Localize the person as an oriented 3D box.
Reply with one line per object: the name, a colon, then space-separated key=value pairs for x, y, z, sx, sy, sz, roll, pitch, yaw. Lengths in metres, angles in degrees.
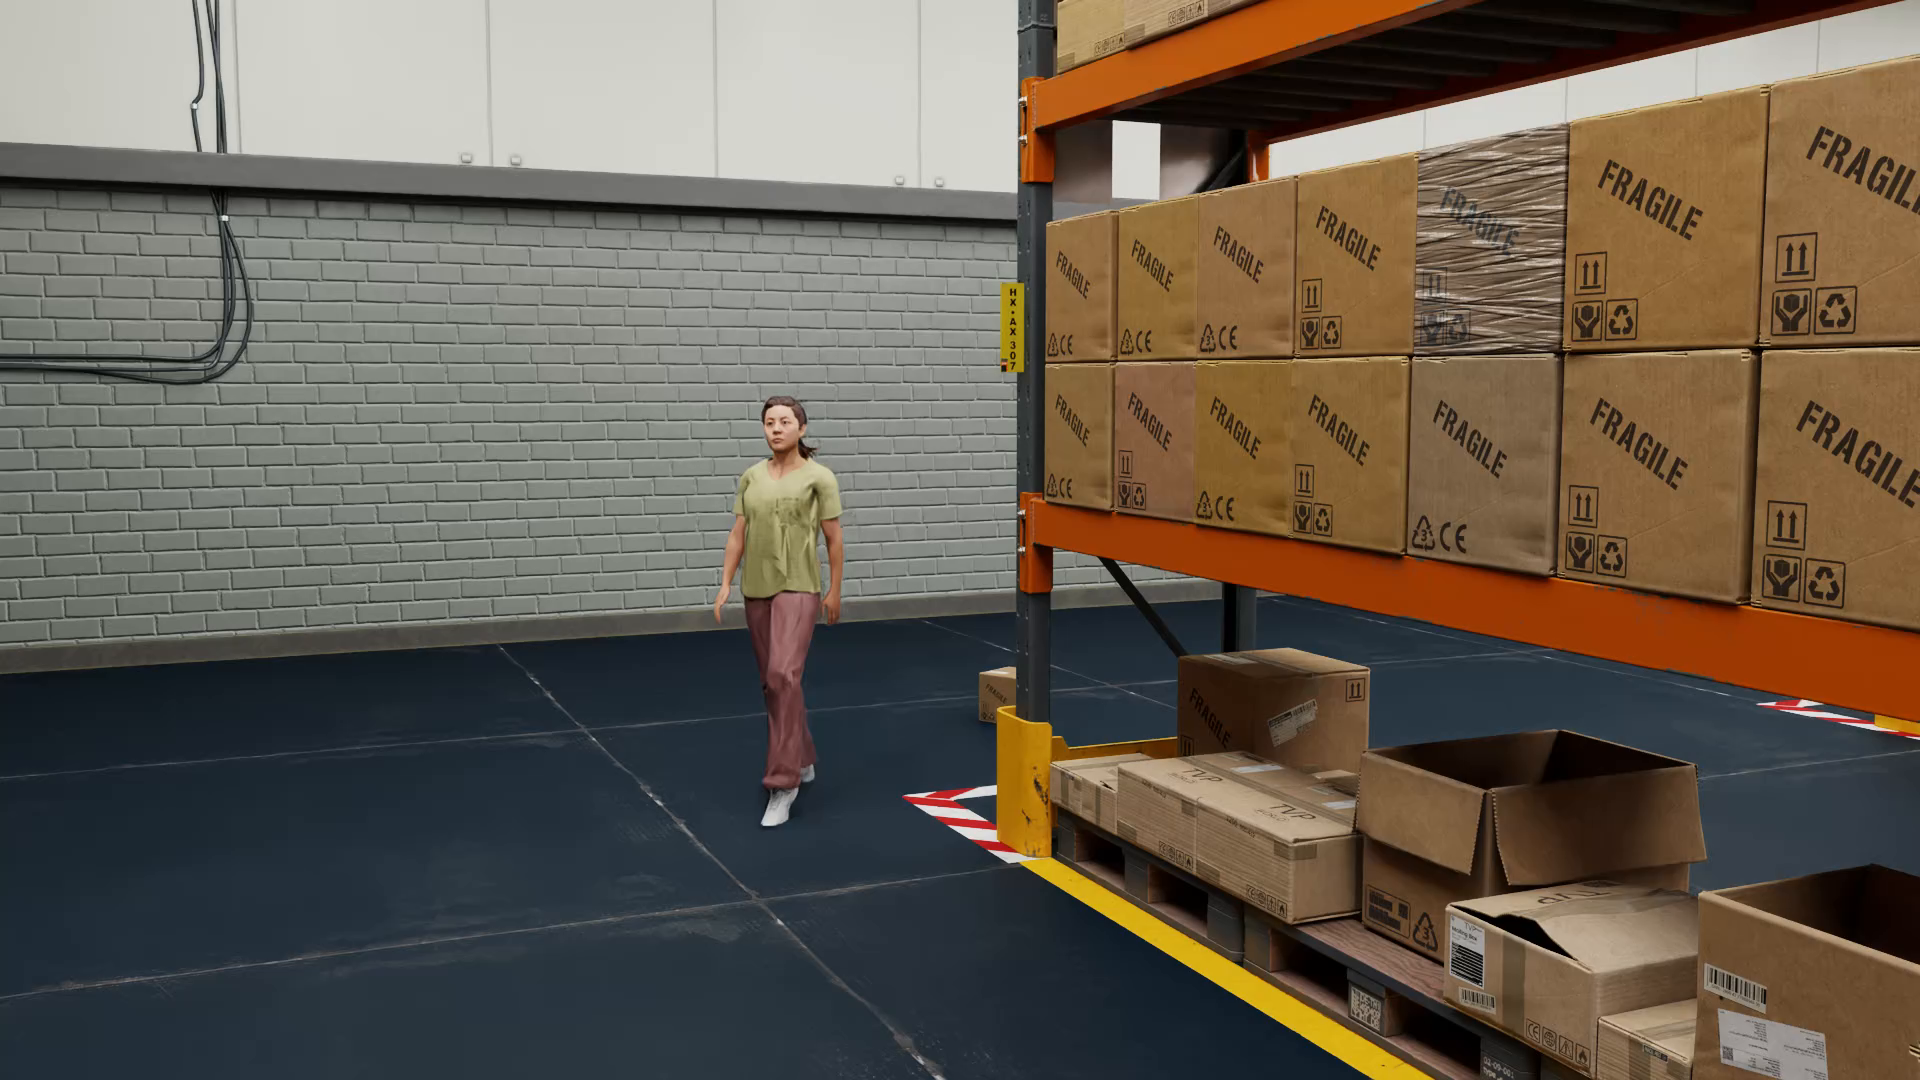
person: x=-0.764 y=0.272 z=6.795 sx=0.446 sy=1.717 sz=0.654 roll=2 pitch=6 yaw=23
